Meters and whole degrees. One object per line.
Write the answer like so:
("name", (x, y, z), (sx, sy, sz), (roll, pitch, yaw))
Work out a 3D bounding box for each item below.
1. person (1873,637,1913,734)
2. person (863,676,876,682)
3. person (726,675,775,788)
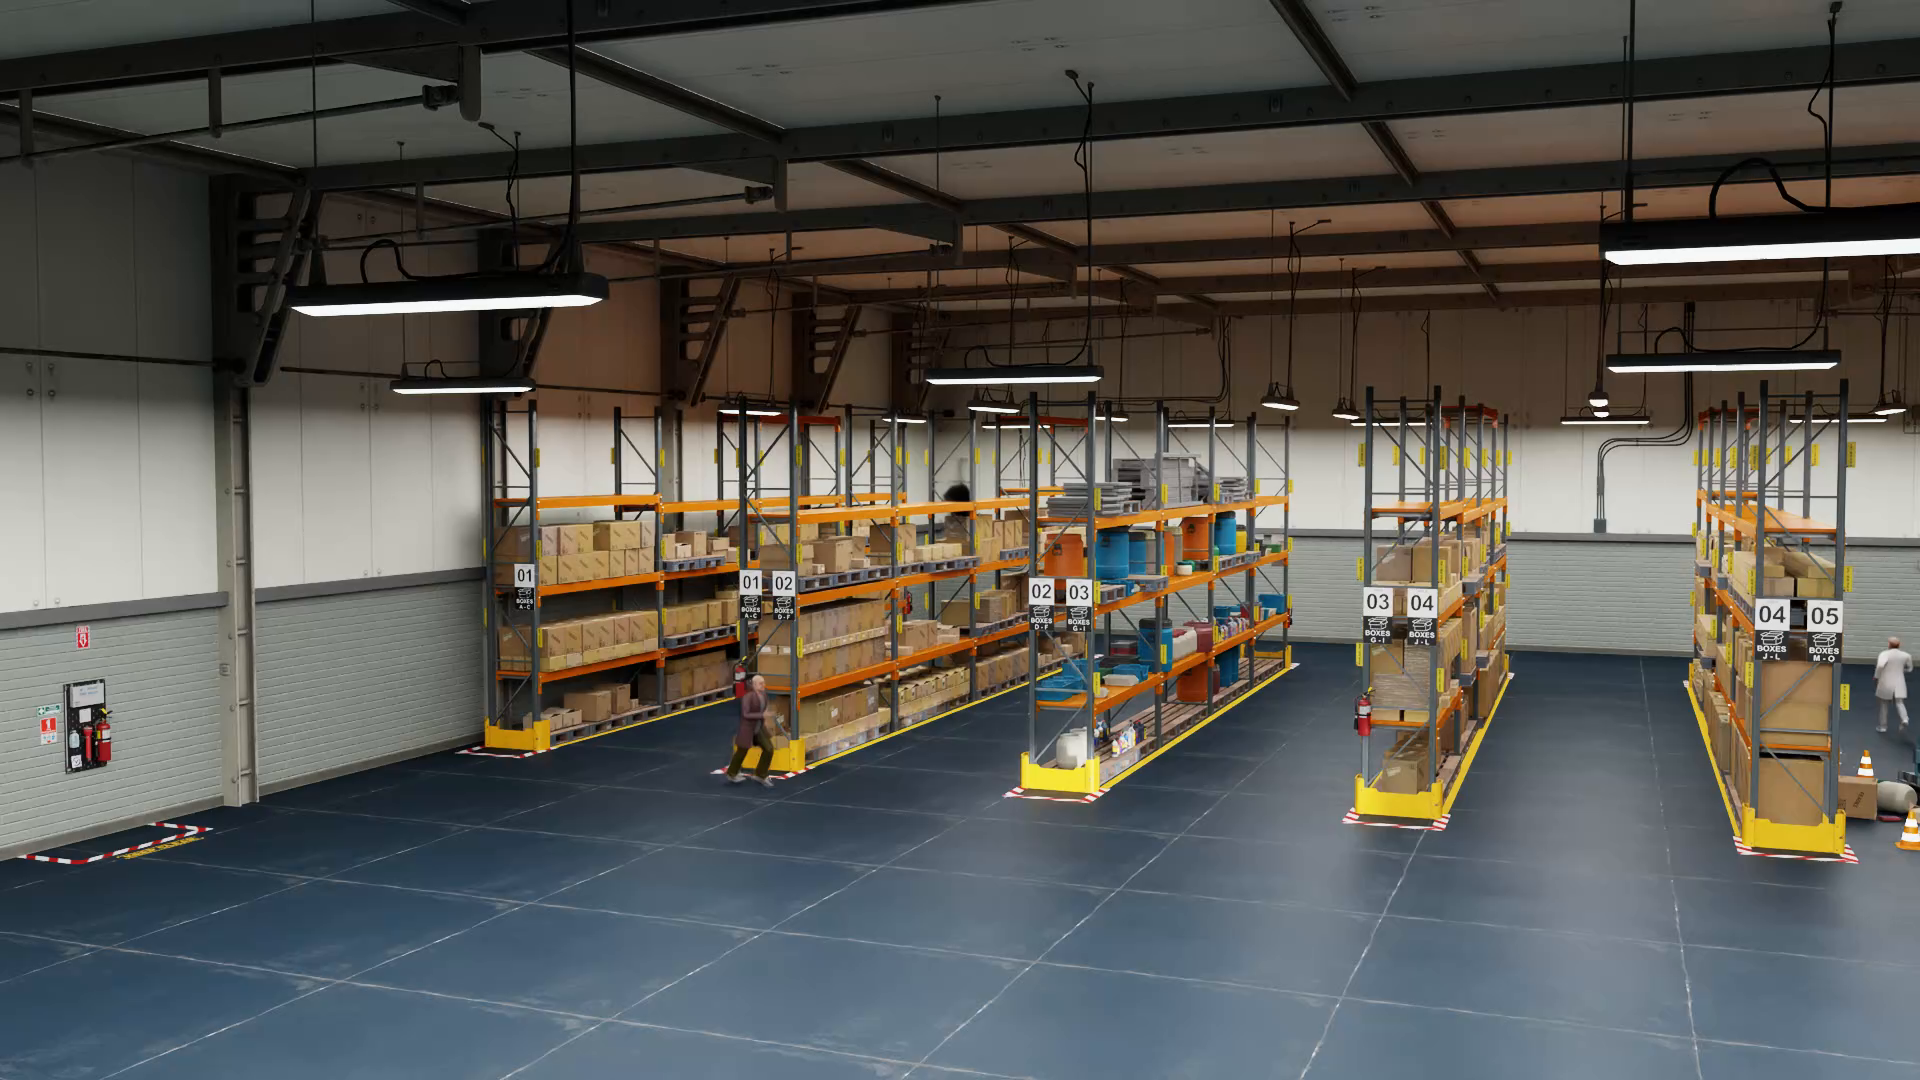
("person", (16.805, 2.614, 29.947), (0.685, 1.752, 1.063), (1, 3, 12))
("person", (-1.827, 2.512, 34.484), (0.595, 1.612, 0.616), (0, 3, 9))
("person", (-3.150, 2.901, 25.235), (1.049, 1.745, 0.698), (2, 4, 41))
